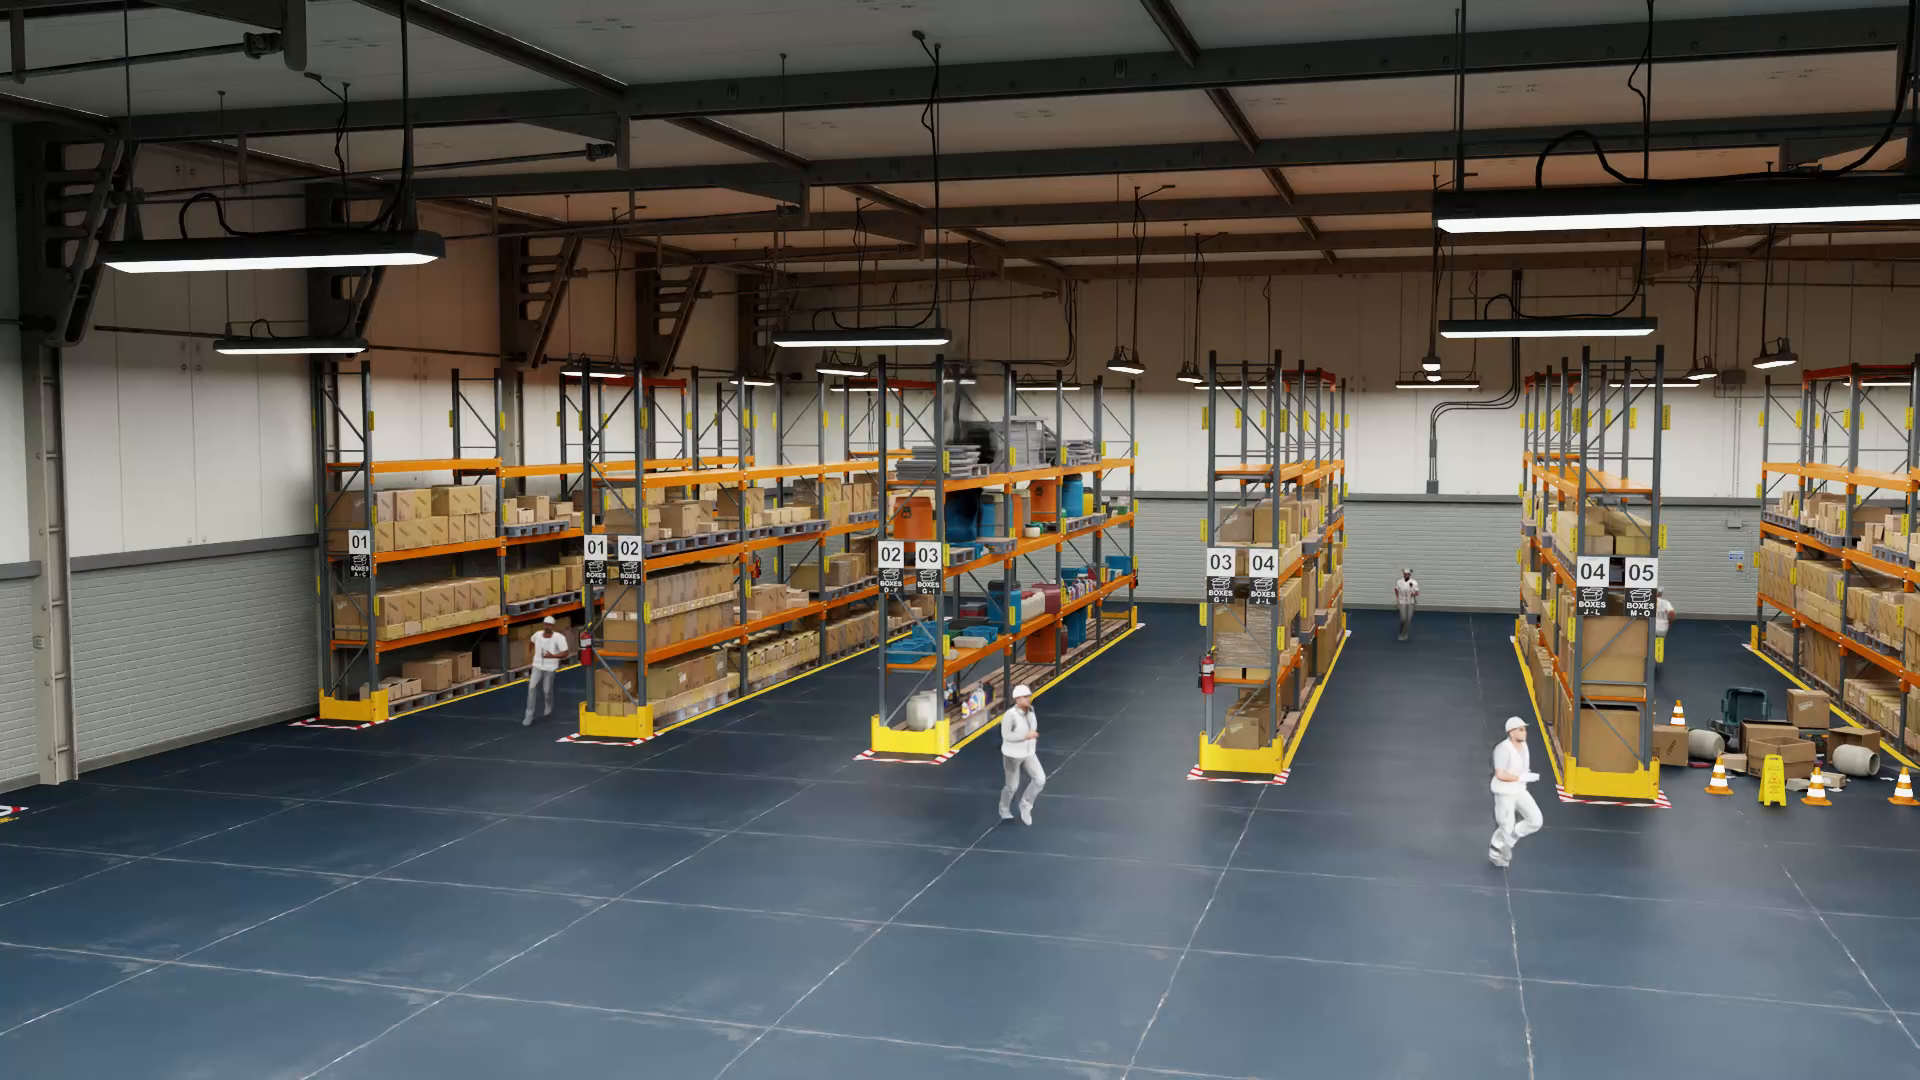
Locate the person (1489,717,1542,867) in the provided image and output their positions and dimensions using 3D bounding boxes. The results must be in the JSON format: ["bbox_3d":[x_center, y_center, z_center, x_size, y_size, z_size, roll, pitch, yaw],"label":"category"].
[{"bbox_3d":[6.153,2.805,18.410,0.704,1.726,0.726,-3,5,-34],"label":"person"}]

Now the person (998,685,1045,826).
[{"bbox_3d":[0.748,2.650,20.545,0.682,1.760,0.805,-3,5,-39],"label":"person"}]

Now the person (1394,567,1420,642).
[{"bbox_3d":[10.153,1.477,37.768,0.549,1.724,0.687,1,4,12],"label":"person"}]

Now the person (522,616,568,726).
[{"bbox_3d":[-6.879,2.142,27.687,0.733,1.770,0.953,0,4,2],"label":"person"}]

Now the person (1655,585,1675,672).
[{"bbox_3d":[13.744,1.790,32.865,0.631,1.798,1.088,1,4,15],"label":"person"}]
